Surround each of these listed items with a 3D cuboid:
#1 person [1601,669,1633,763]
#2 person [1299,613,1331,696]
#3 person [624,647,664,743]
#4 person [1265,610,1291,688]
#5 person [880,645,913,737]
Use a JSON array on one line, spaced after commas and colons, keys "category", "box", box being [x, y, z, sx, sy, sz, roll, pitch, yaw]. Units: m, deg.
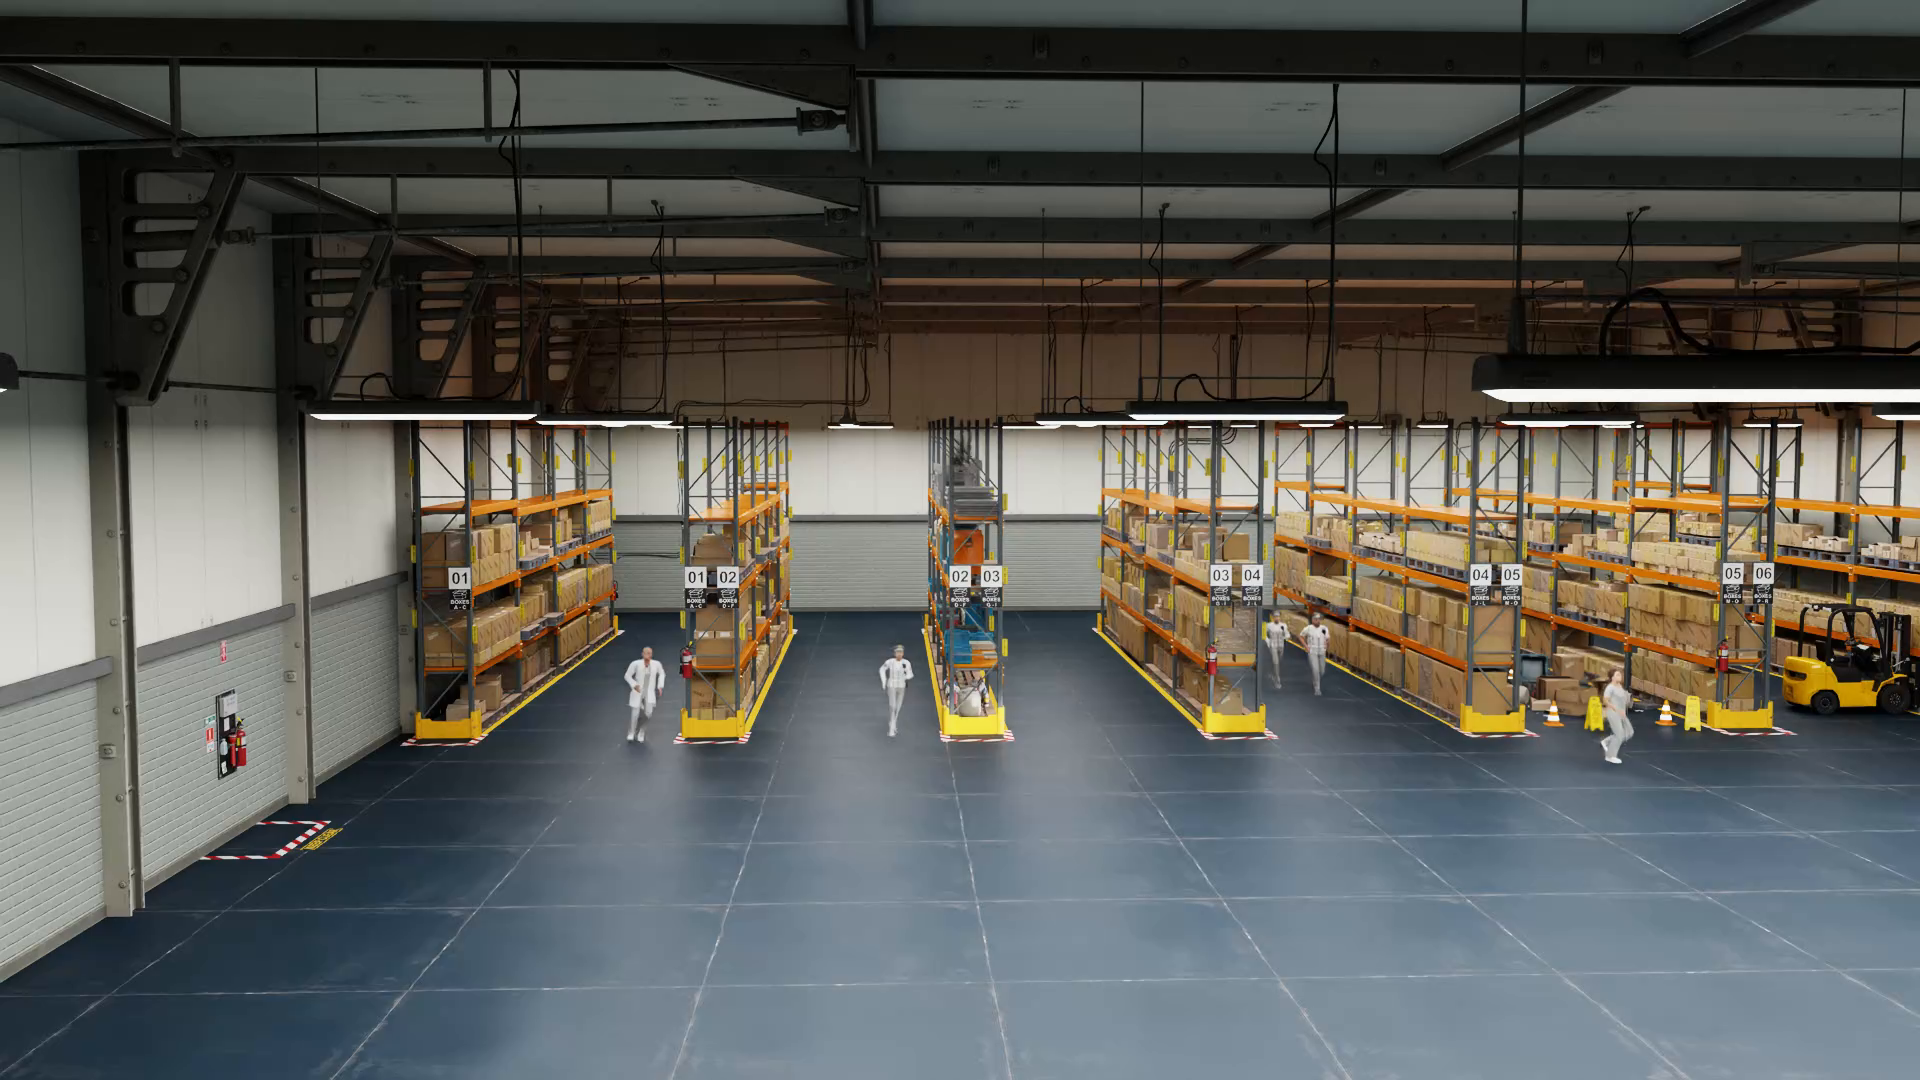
[{"category": "person", "box": [11.356, 3.035, 28.782, 0.572, 1.632, 0.529, -3, 5, -41]}, {"category": "person", "box": [7.782, 2.471, 36.387, 0.659, 1.777, 0.766, 0, 4, -6]}, {"category": "person", "box": [-5.803, 2.854, 30.700, 0.776, 1.760, 0.651, -1, 4, -21]}, {"category": "person", "box": [7.149, 2.433, 37.471, 0.597, 1.721, 0.835, 0, 4, -5]}, {"category": "person", "box": [-1.186, 2.842, 31.553, 0.613, 1.729, 0.725, -1, 4, -14]}]
